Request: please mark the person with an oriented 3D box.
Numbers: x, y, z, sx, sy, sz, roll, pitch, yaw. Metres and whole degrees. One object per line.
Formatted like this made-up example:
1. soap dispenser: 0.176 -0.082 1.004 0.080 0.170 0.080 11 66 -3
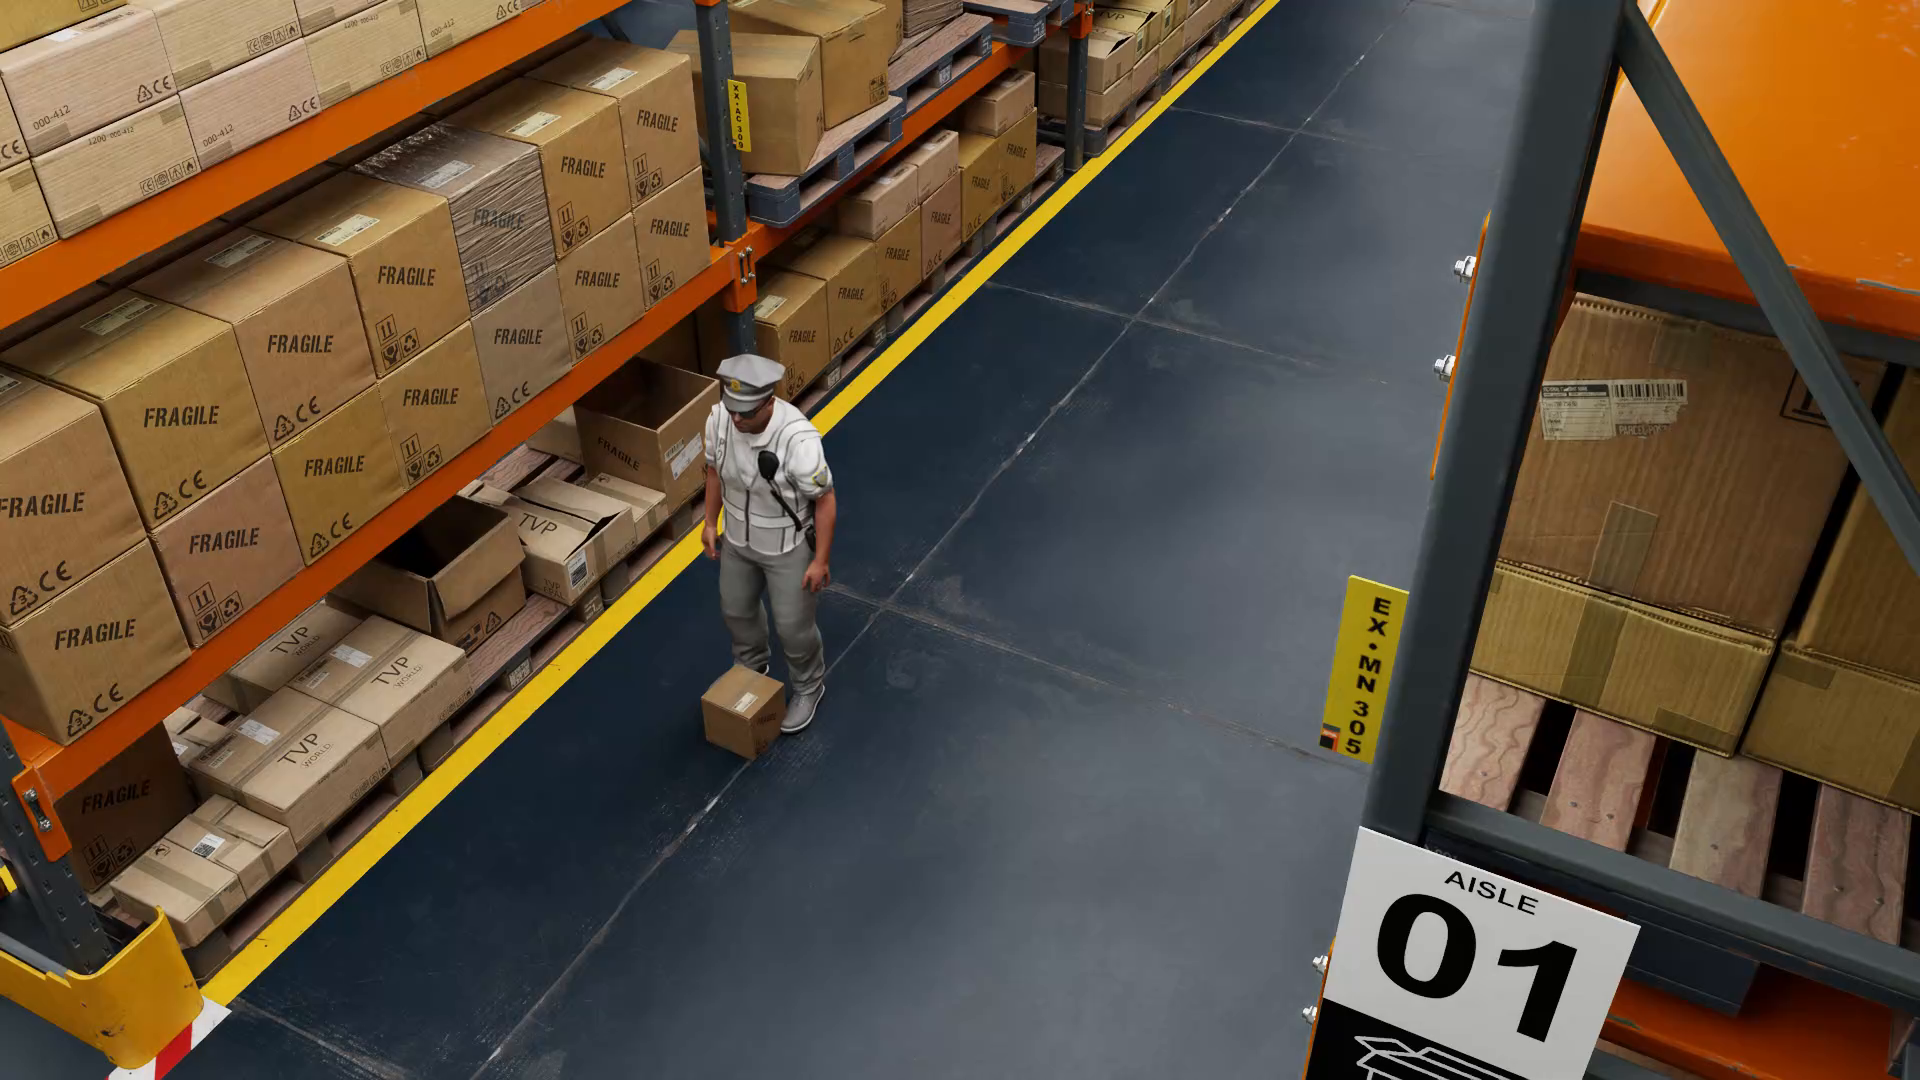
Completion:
1. person: -0.769 -0.012 6.757 0.605 1.751 0.428 18 41 22
